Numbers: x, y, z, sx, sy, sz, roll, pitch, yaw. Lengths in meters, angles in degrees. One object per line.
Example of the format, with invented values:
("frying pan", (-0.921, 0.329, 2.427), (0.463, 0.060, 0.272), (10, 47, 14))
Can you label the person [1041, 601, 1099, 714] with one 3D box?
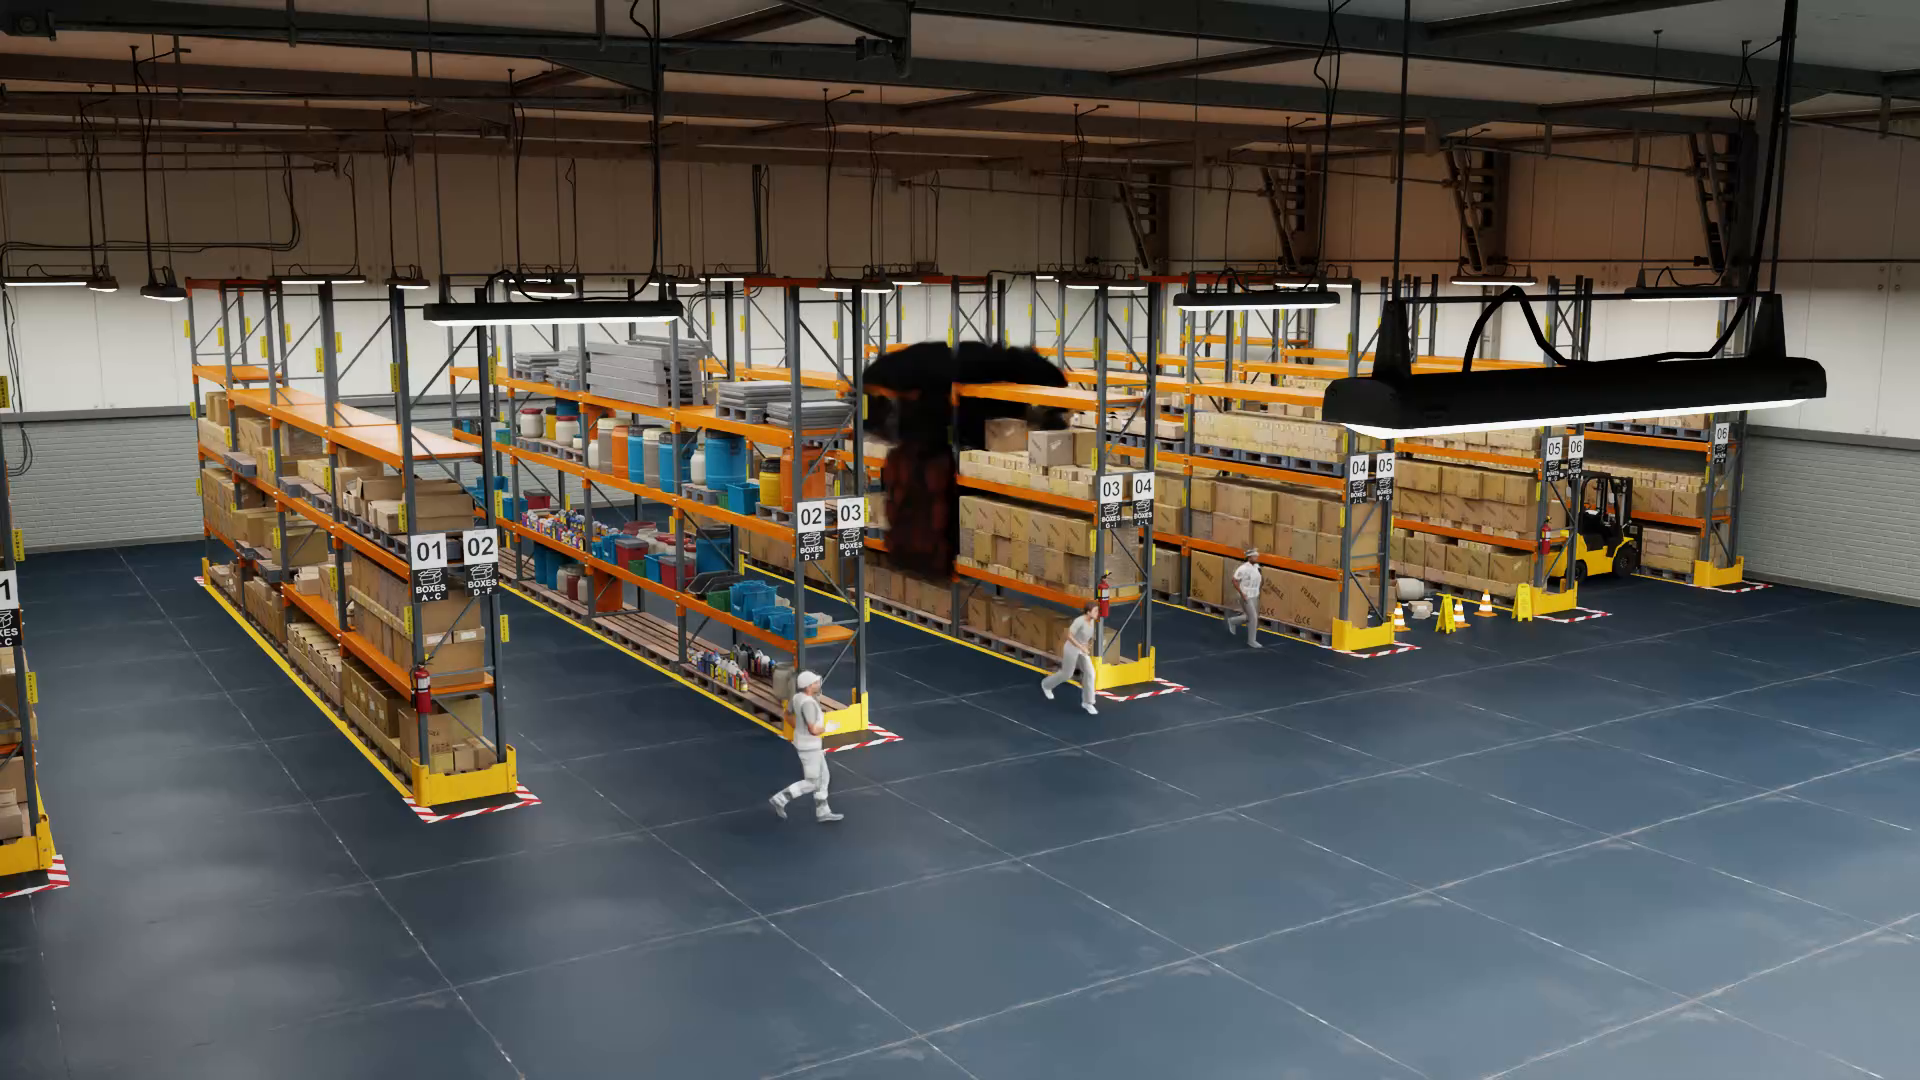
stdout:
("person", (1.581, 1.622, 23.675), (1.001, 1.624, 0.596), (6, 11, 33))

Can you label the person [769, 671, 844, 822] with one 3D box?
("person", (-1.749, 2.342, 18.736), (0.860, 1.765, 0.660), (-3, 10, -15))

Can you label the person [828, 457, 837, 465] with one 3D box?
("person", (-3.095, -1.151, 39.639), (0.698, 1.795, 0.856), (-3, 10, -19))

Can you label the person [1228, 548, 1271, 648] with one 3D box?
("person", (4.731, 0.926, 27.589), (0.559, 1.668, 0.756), (-9, 13, -43))
